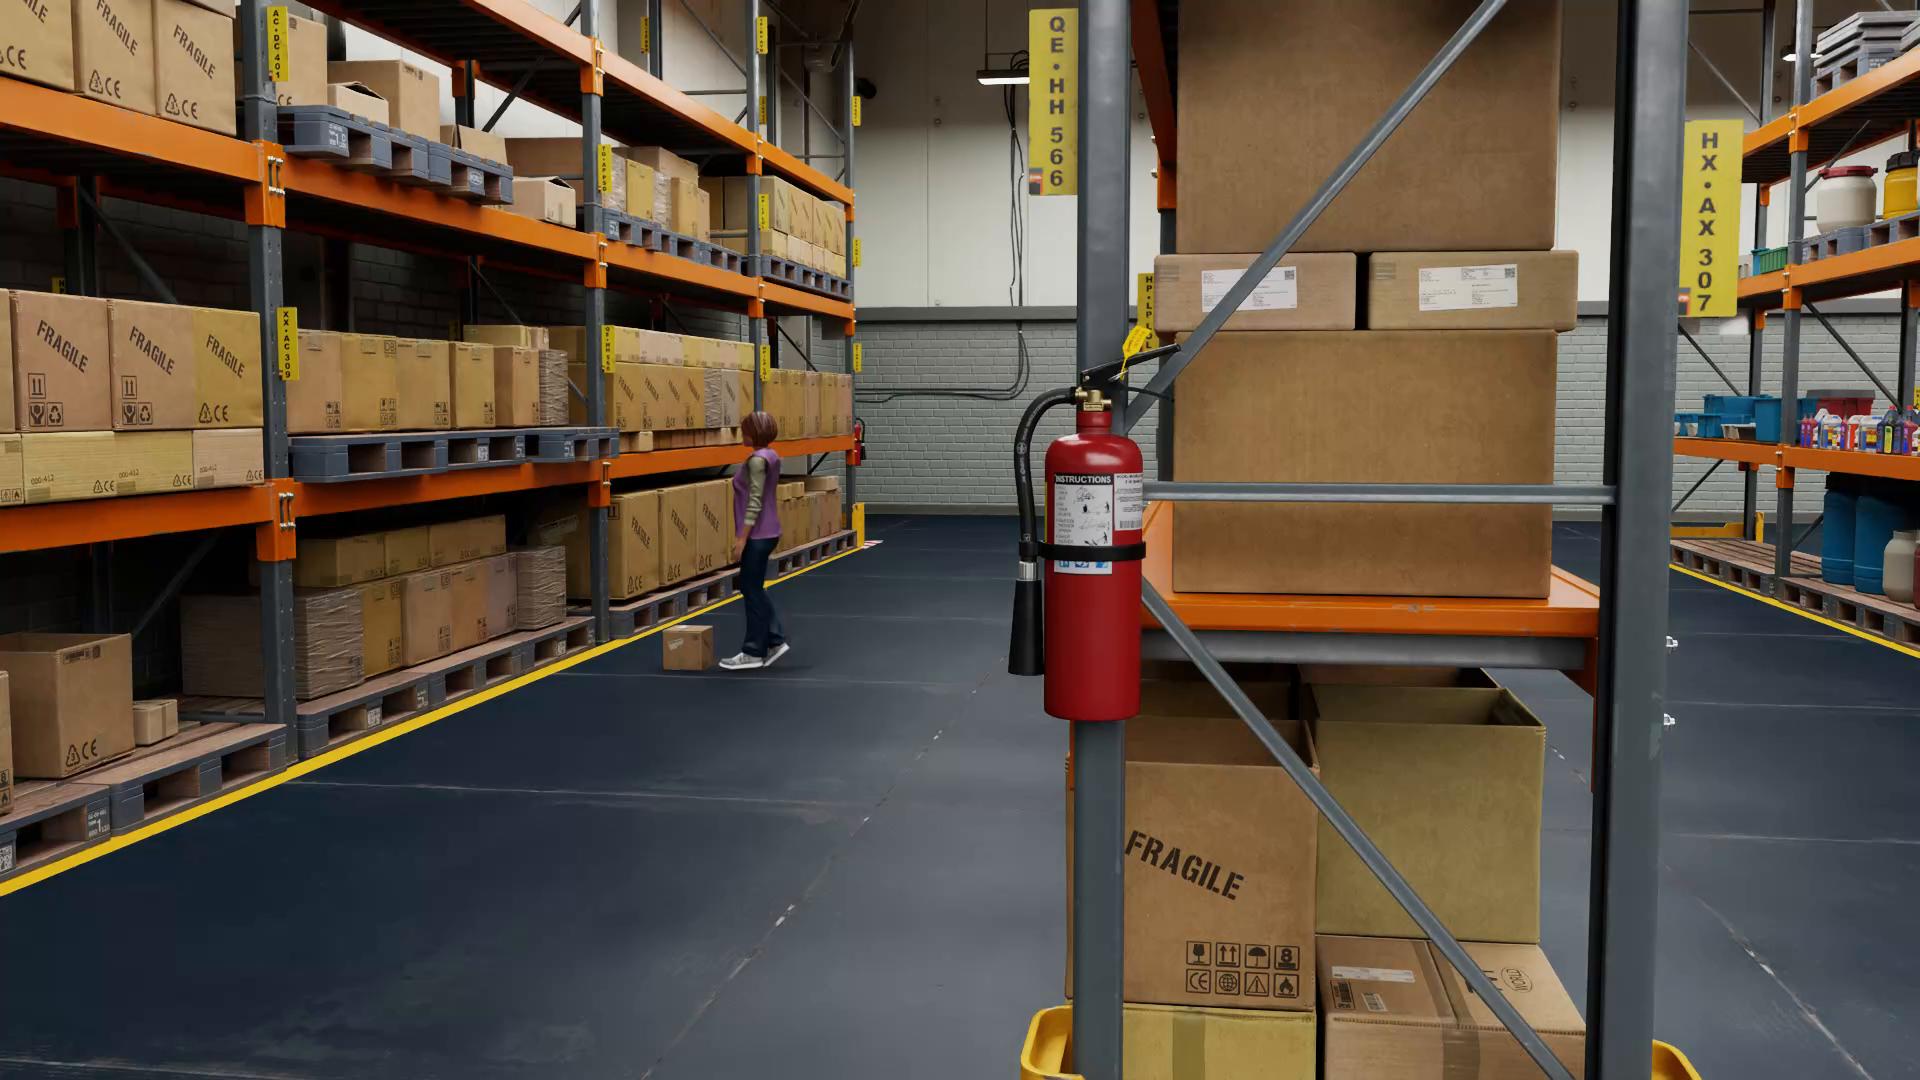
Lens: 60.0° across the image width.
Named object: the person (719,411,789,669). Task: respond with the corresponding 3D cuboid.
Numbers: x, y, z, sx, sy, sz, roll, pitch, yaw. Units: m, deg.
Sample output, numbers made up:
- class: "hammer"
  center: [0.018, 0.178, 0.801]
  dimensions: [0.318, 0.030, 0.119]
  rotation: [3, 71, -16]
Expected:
- class: "person"
  center: [-1.297, 0.021, 10.389]
  dimensions: [0.403, 1.649, 0.458]
  rotation: [0, 5, 3]
